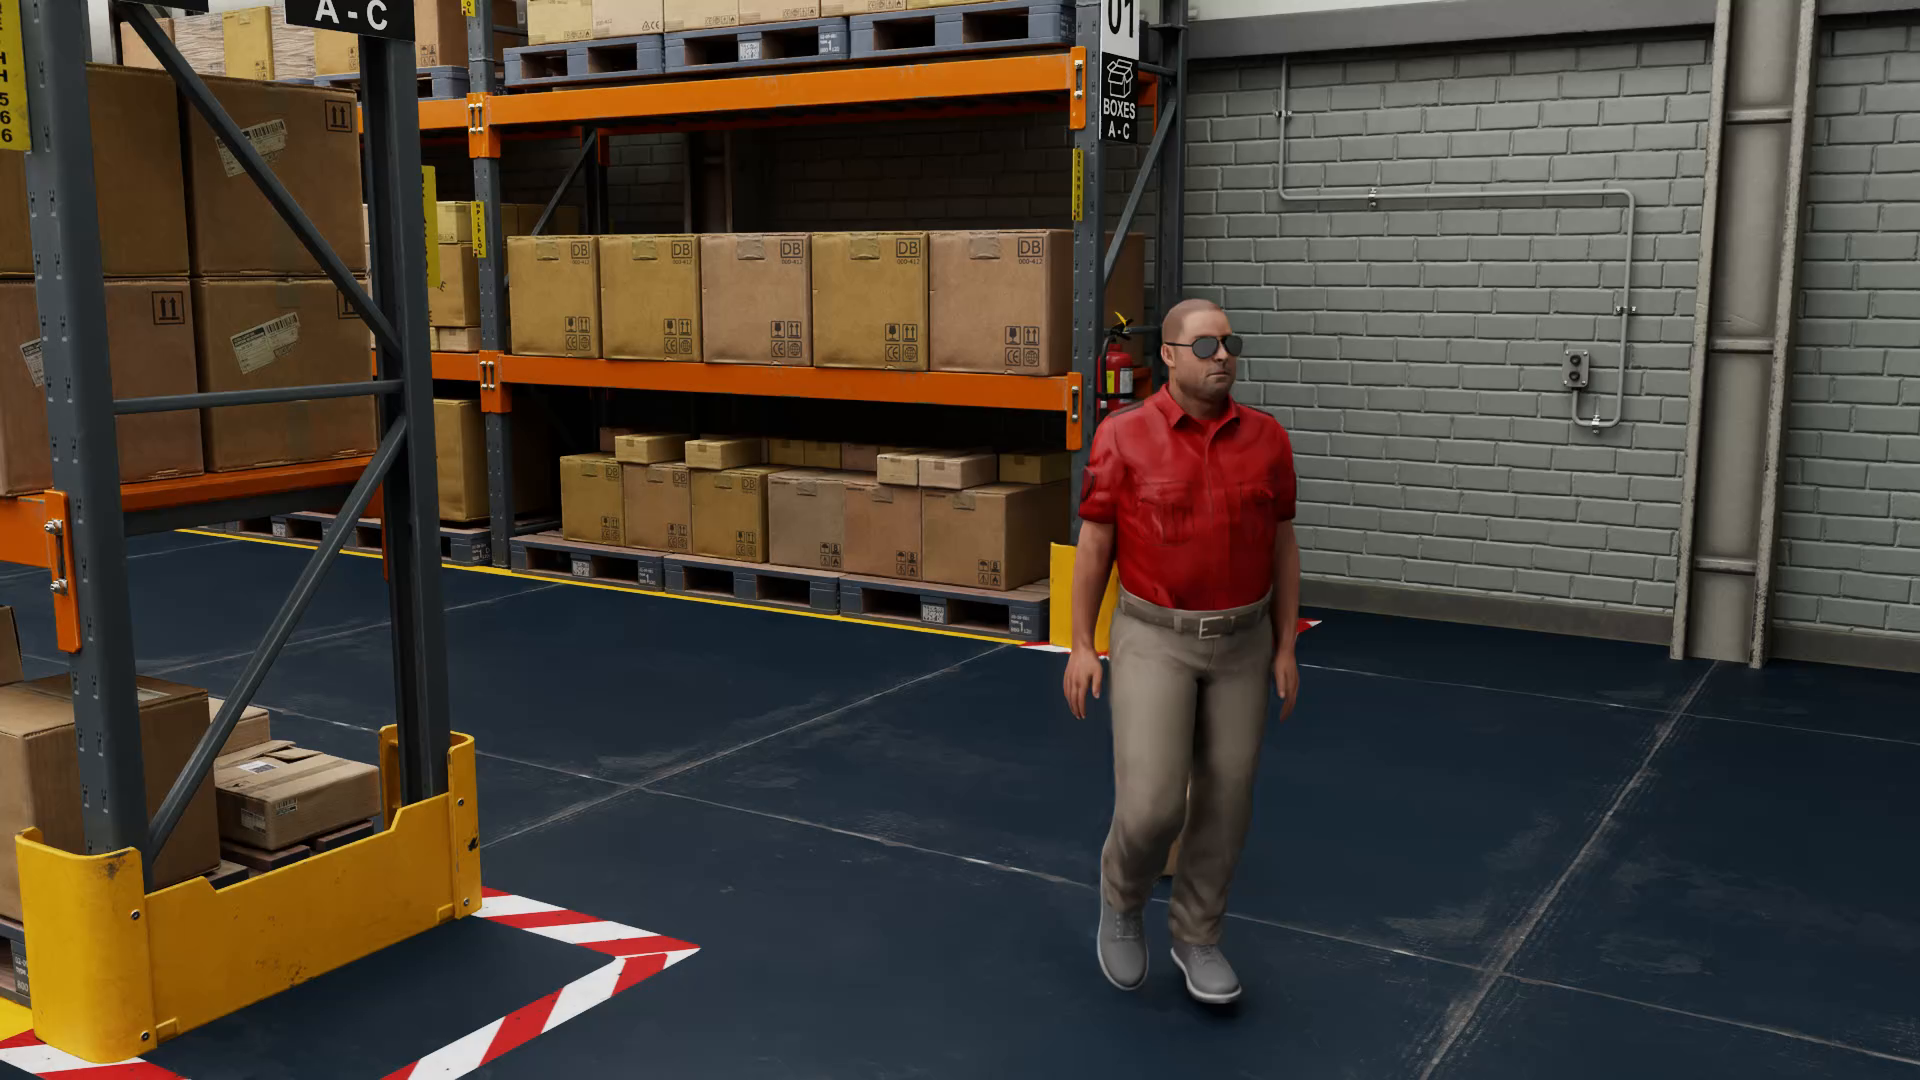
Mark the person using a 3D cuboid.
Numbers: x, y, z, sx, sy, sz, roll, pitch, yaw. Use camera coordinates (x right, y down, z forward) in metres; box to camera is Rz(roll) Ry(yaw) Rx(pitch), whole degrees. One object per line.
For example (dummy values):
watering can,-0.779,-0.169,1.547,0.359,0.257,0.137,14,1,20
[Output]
person,0.561,0.291,4.066,0.574,1.743,0.471,-2,10,-14
